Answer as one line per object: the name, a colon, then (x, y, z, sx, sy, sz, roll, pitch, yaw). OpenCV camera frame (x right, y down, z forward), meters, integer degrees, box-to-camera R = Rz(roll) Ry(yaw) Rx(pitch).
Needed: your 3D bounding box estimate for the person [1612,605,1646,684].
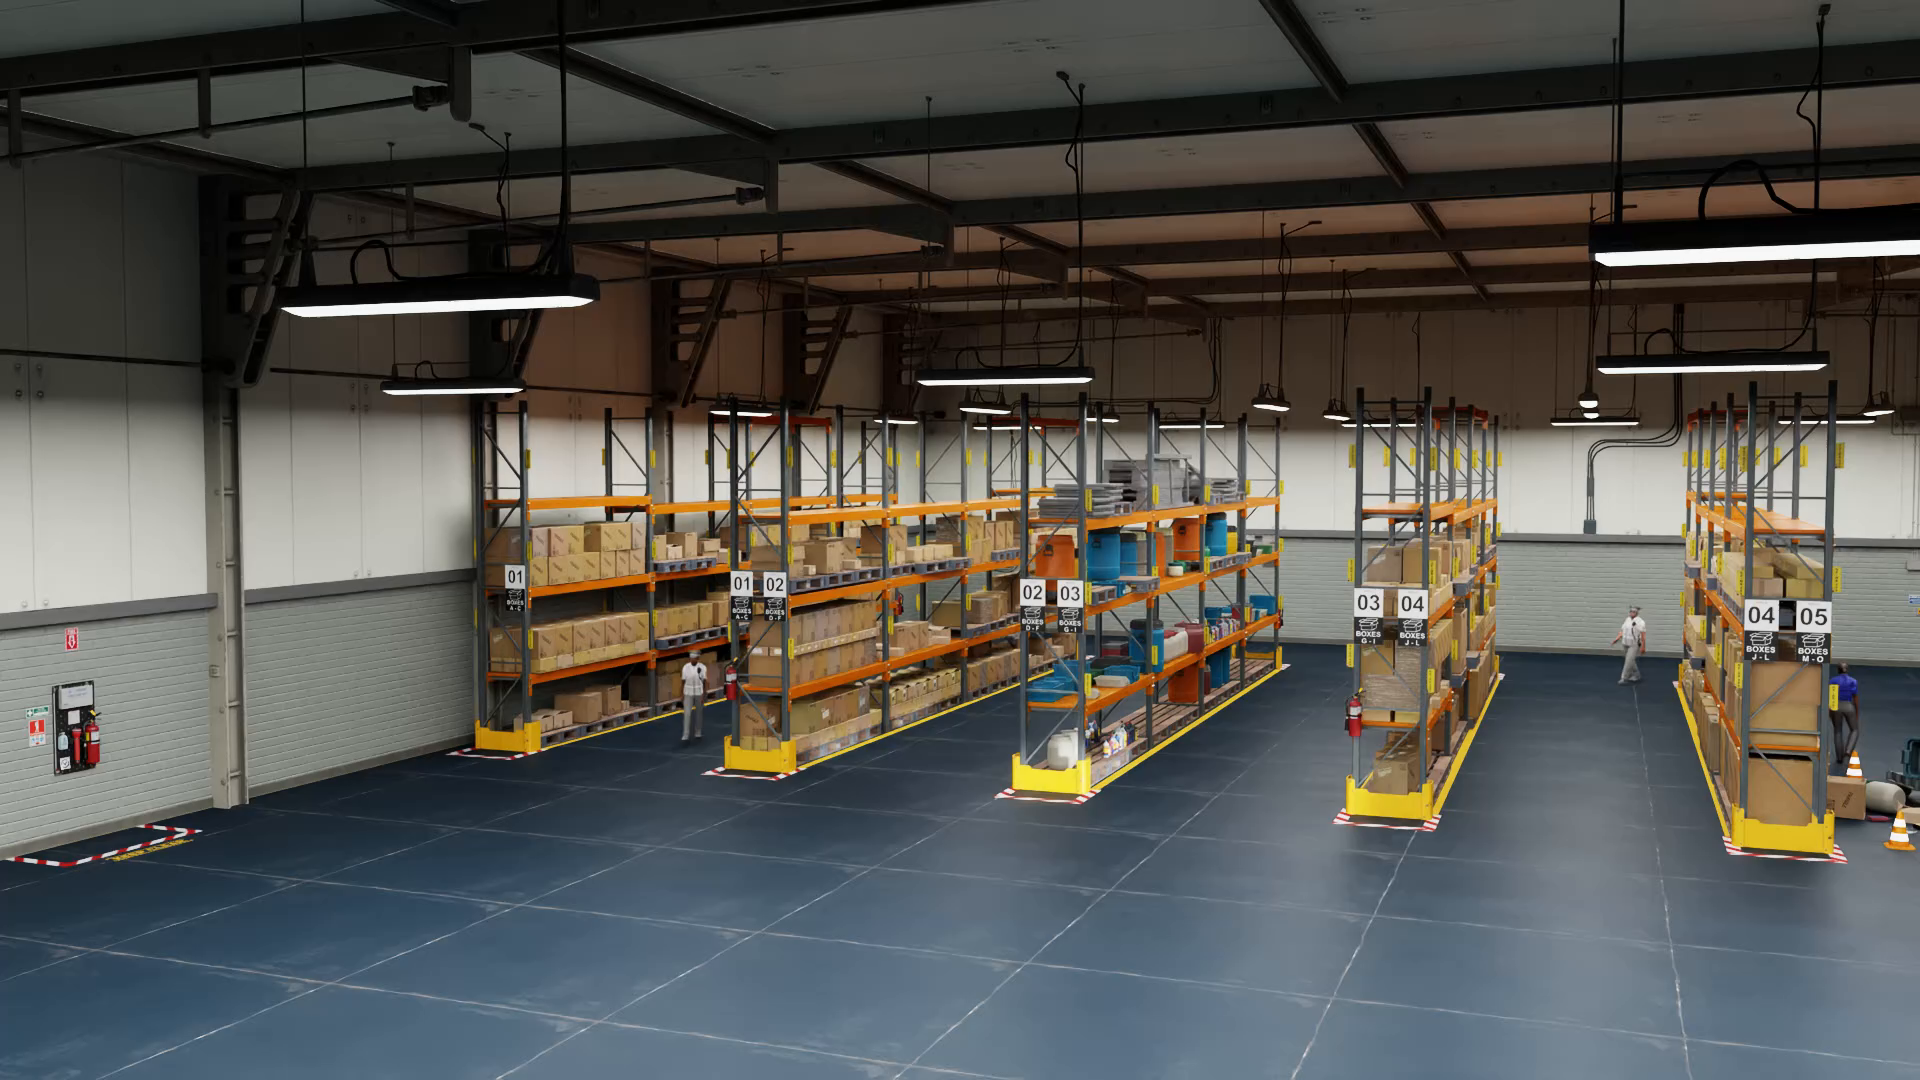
person: (14.953, 2.320, 37.070, 0.880, 1.744, 0.630, -2, 3, -33)

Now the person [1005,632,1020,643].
person: (1.441, 1.974, 43.537, 0.500, 1.790, 0.581, 1, 3, 23)

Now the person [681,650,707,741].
person: (-4.711, 2.739, 29.406, 0.477, 1.609, 1.047, -1, 3, -11)

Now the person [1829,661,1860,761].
person: (14.623, 2.848, 27.503, 0.511, 1.642, 0.509, 2, 3, 30)
